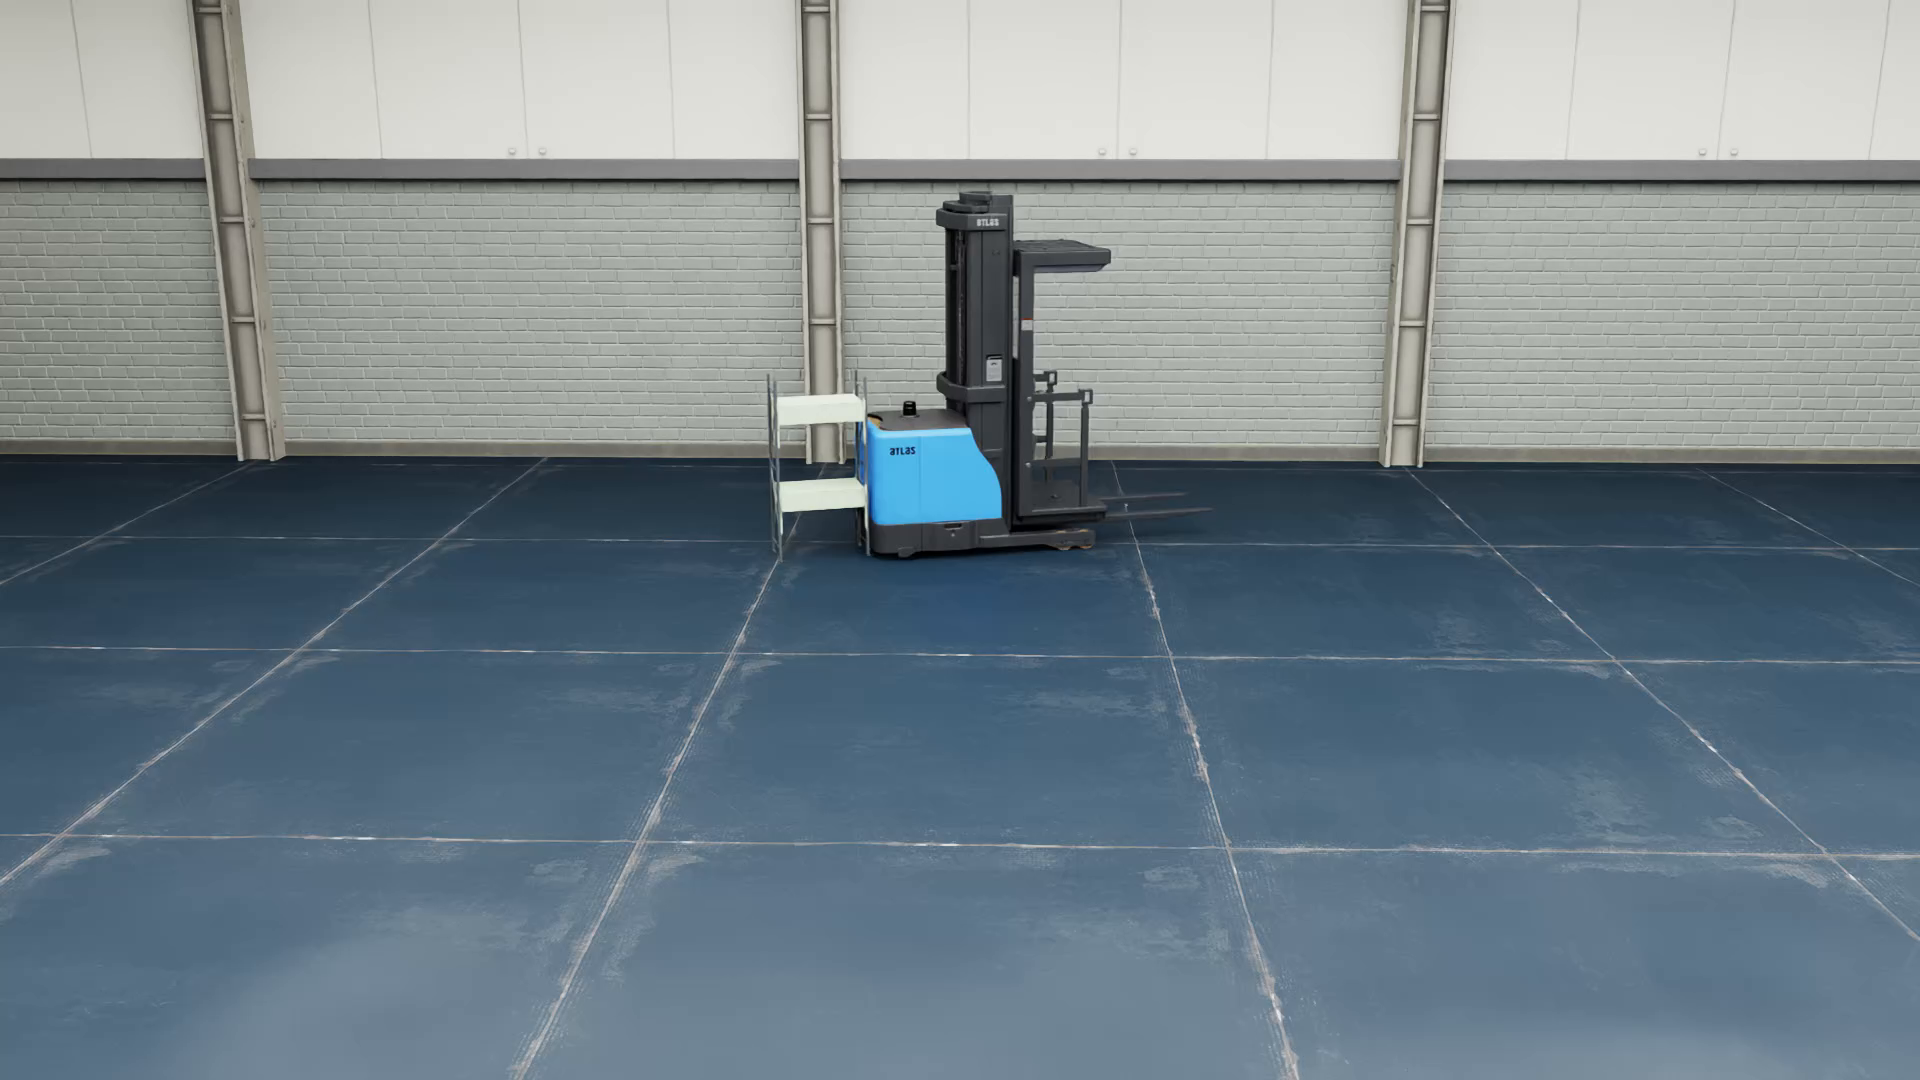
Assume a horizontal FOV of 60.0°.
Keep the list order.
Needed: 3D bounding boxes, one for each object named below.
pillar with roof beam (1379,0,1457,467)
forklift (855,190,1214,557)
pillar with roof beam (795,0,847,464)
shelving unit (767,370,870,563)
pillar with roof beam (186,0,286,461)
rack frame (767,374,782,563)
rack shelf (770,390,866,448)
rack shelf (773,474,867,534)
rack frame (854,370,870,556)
[{"bbox_3d":[4.484,-4.048,12.043,0.400,9.000,9.100,0,15,1],"label":"pillar with roof beam"},{"bbox_3d":[0.661,-1.455,14.109,3.031,2.935,1.130,-4,15,-13],"label":"forklift"},{"bbox_3d":[-1.514,-4.087,12.192,0.400,9.000,9.100,0,15,1],"label":"pillar with roof beam"},{"bbox_3d":[-1.168,-0.615,13.726,0.755,1.500,0.431,-4,15,-14],"label":"shelving unit"},{"bbox_3d":[-7.512,-4.126,12.340,0.400,9.000,9.100,0,15,1],"label":"pillar with roof beam"},{"bbox_3d":[-1.522,-0.590,13.635,0.023,1.500,0.400,-4,15,-14],"label":"rack frame"},{"bbox_3d":[-1.169,-0.992,13.626,0.720,0.370,0.431,-4,15,-14],"label":"rack shelf"},{"bbox_3d":[-1.167,-0.300,13.809,0.720,0.370,0.431,-4,15,-14],"label":"rack shelf"},{"bbox_3d":[-0.814,-0.640,13.816,0.023,1.500,0.400,-4,15,-14],"label":"rack frame"}]
